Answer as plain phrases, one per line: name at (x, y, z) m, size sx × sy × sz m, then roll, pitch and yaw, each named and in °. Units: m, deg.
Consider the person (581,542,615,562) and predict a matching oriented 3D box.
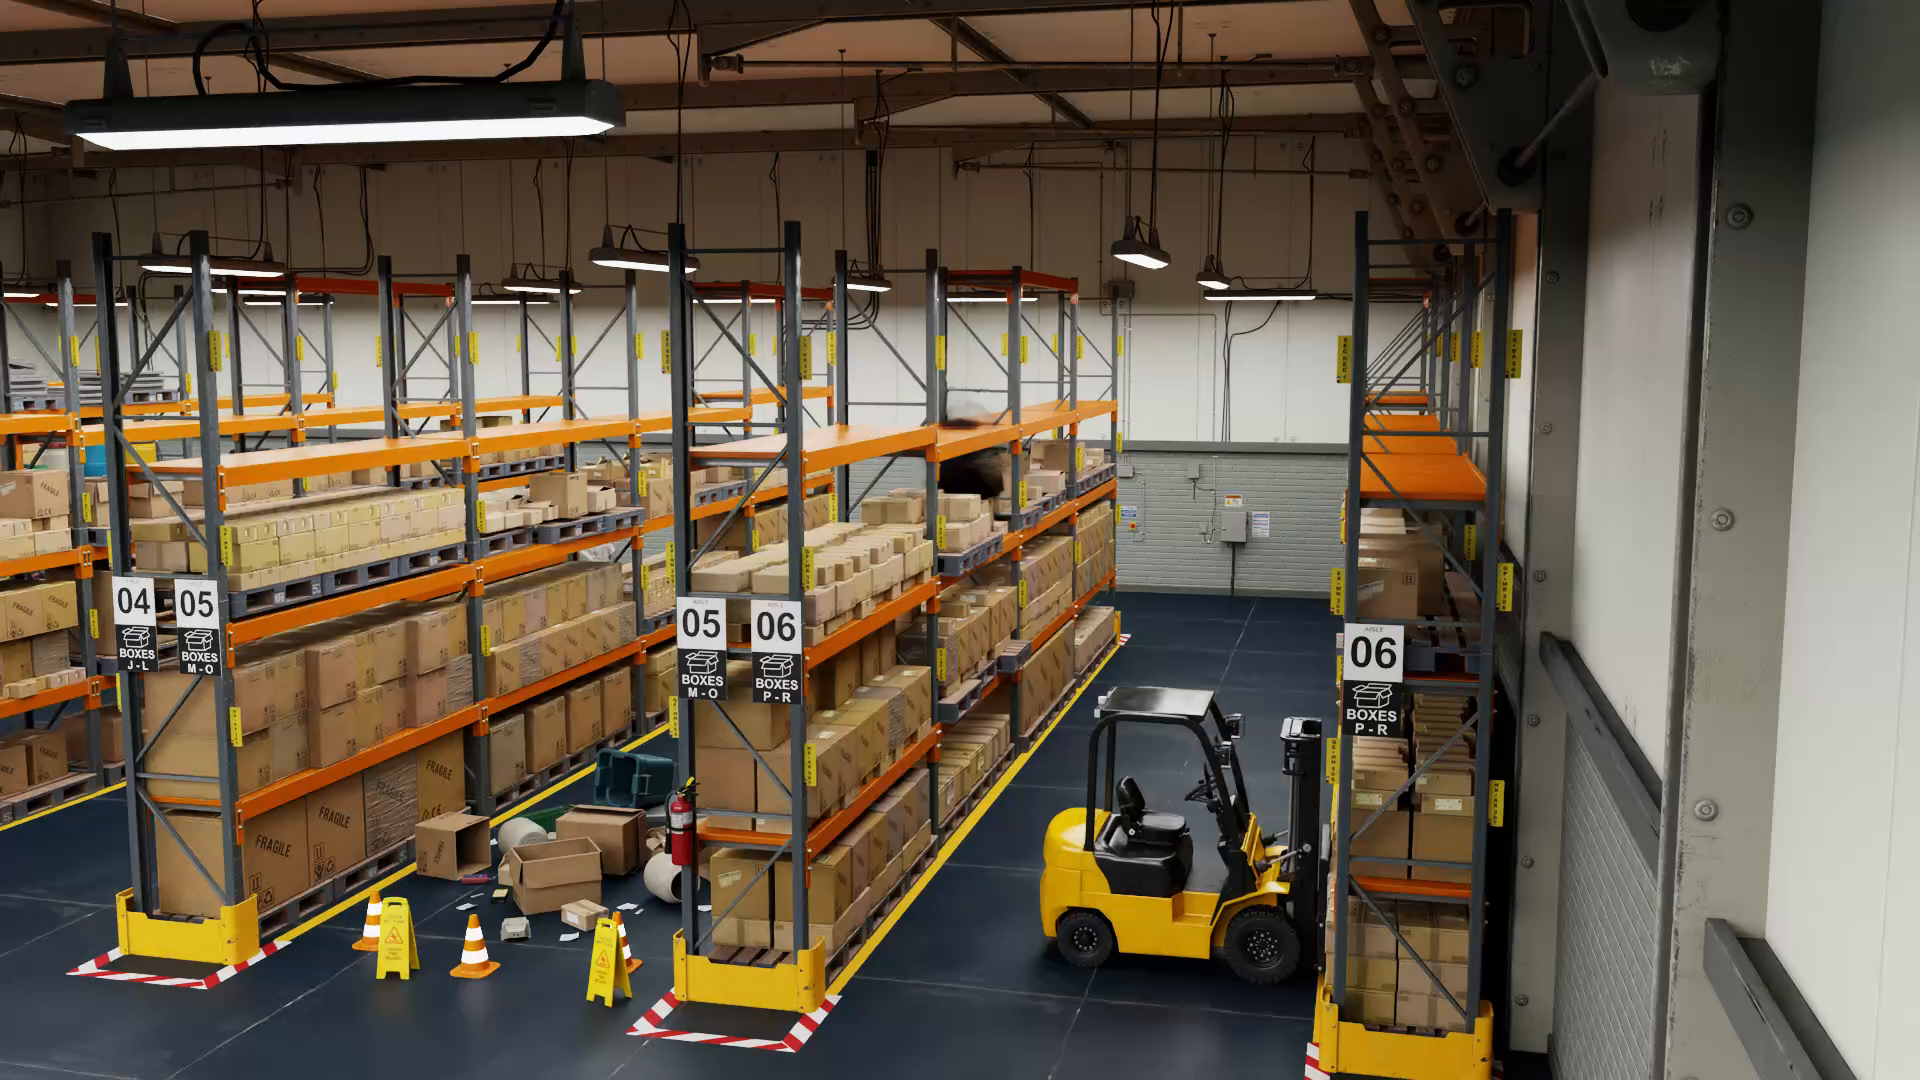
person at (-6.867, 0.469, 31.675) m, size 0.623 × 1.719 × 0.834 m, roll -6°, pitch 9°, yaw -40°
